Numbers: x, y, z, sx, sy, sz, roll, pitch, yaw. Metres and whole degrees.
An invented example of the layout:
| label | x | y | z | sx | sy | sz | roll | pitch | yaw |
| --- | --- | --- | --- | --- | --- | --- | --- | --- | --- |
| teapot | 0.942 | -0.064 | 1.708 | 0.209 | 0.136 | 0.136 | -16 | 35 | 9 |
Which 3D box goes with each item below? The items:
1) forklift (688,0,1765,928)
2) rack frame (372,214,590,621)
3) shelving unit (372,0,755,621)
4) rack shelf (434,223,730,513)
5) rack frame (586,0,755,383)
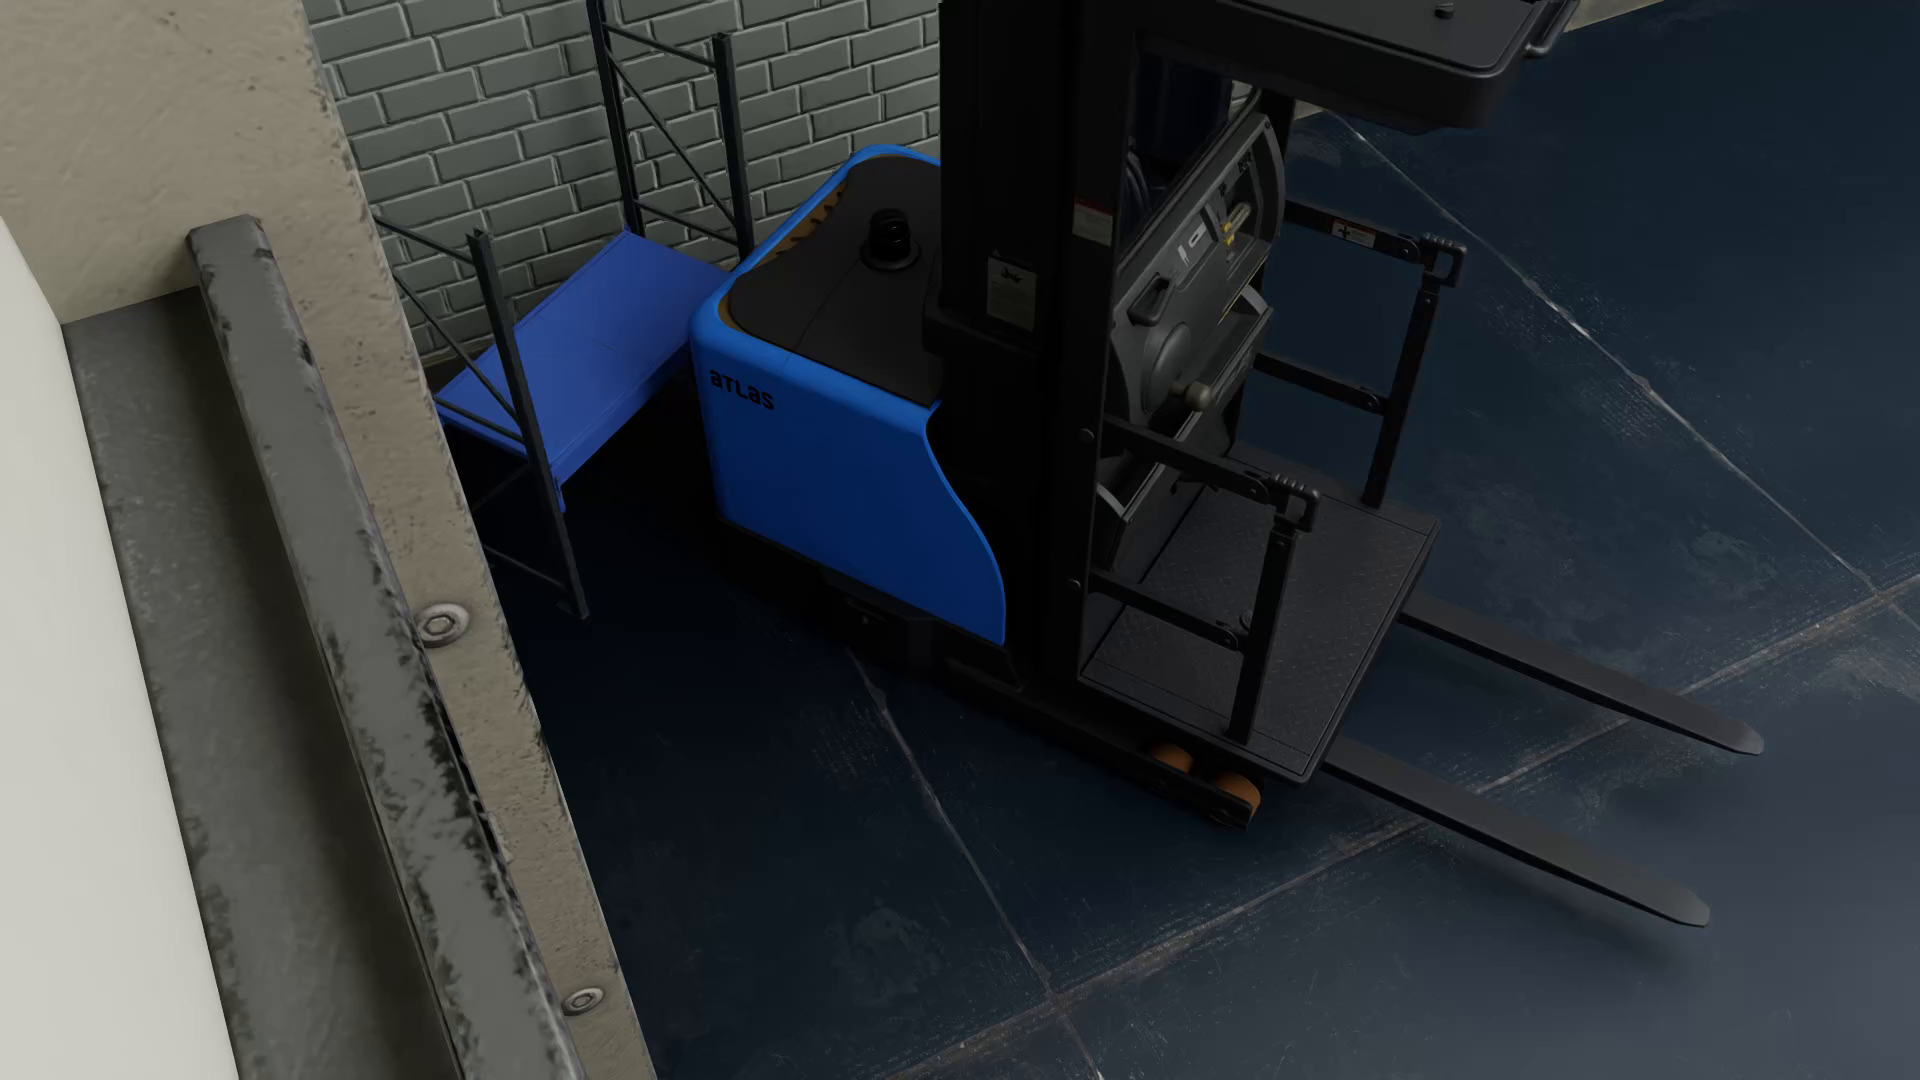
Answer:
| label | x | y | z | sx | sy | sz | roll | pitch | yaw |
| --- | --- | --- | --- | --- | --- | --- | --- | --- | --- |
| forklift | 0.769 | -0.618 | 4.010 | 3.031 | 2.935 | 1.130 | 24 | 53 | 19 |
| rack frame | -1.384 | -0.347 | 4.725 | 0.500 | 1.500 | 0.032 | 24 | 53 | 20 |
| shelving unit | -1.125 | -0.676 | 5.013 | 0.538 | 1.500 | 1.048 | 24 | 53 | 20 |
| rack shelf | -1.125 | -0.558 | 5.148 | 0.538 | 0.185 | 1.000 | 24 | 53 | 20 |
| rack frame | -0.866 | -1.006 | 5.300 | 0.500 | 1.500 | 0.032 | 24 | 53 | 20 |
